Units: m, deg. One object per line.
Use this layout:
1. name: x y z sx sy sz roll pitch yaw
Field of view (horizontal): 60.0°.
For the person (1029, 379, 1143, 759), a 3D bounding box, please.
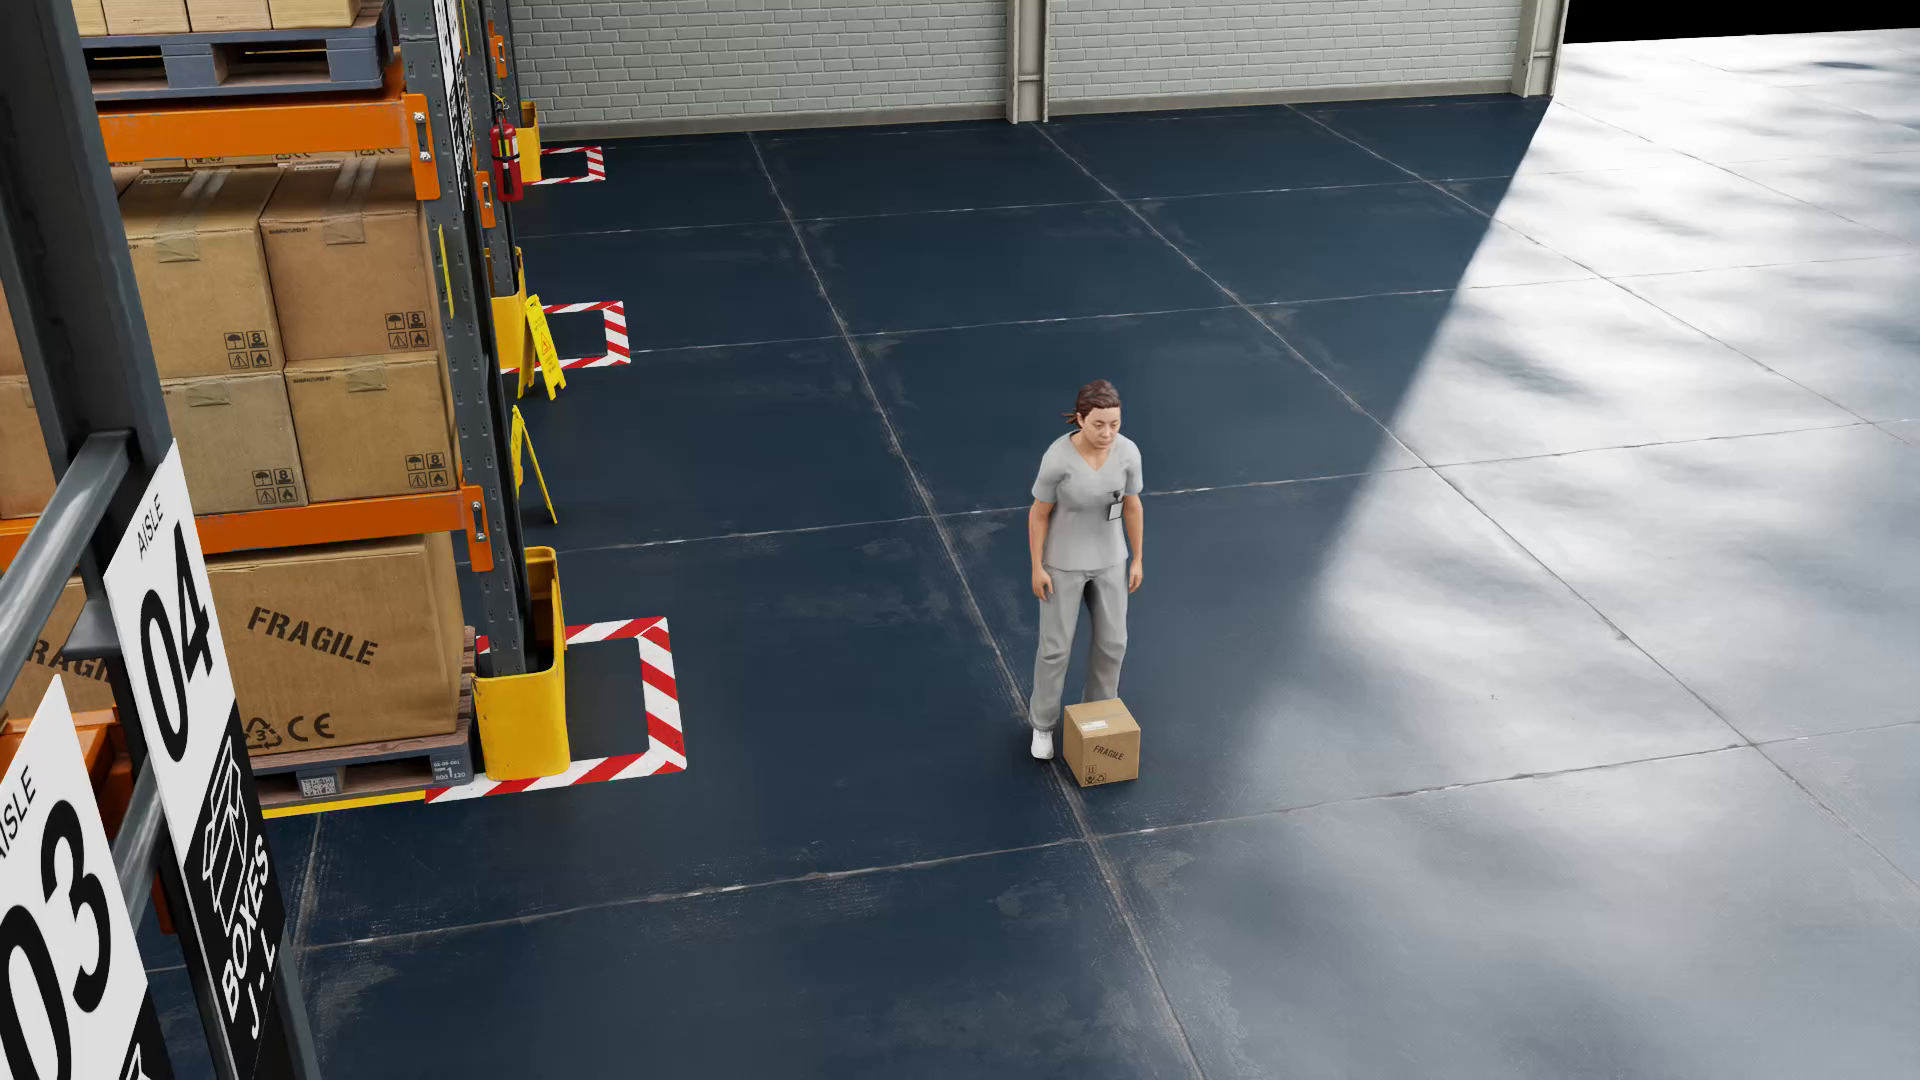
1. person: 0.524 0.111 6.899 0.486 1.673 0.357 -6 27 -11
